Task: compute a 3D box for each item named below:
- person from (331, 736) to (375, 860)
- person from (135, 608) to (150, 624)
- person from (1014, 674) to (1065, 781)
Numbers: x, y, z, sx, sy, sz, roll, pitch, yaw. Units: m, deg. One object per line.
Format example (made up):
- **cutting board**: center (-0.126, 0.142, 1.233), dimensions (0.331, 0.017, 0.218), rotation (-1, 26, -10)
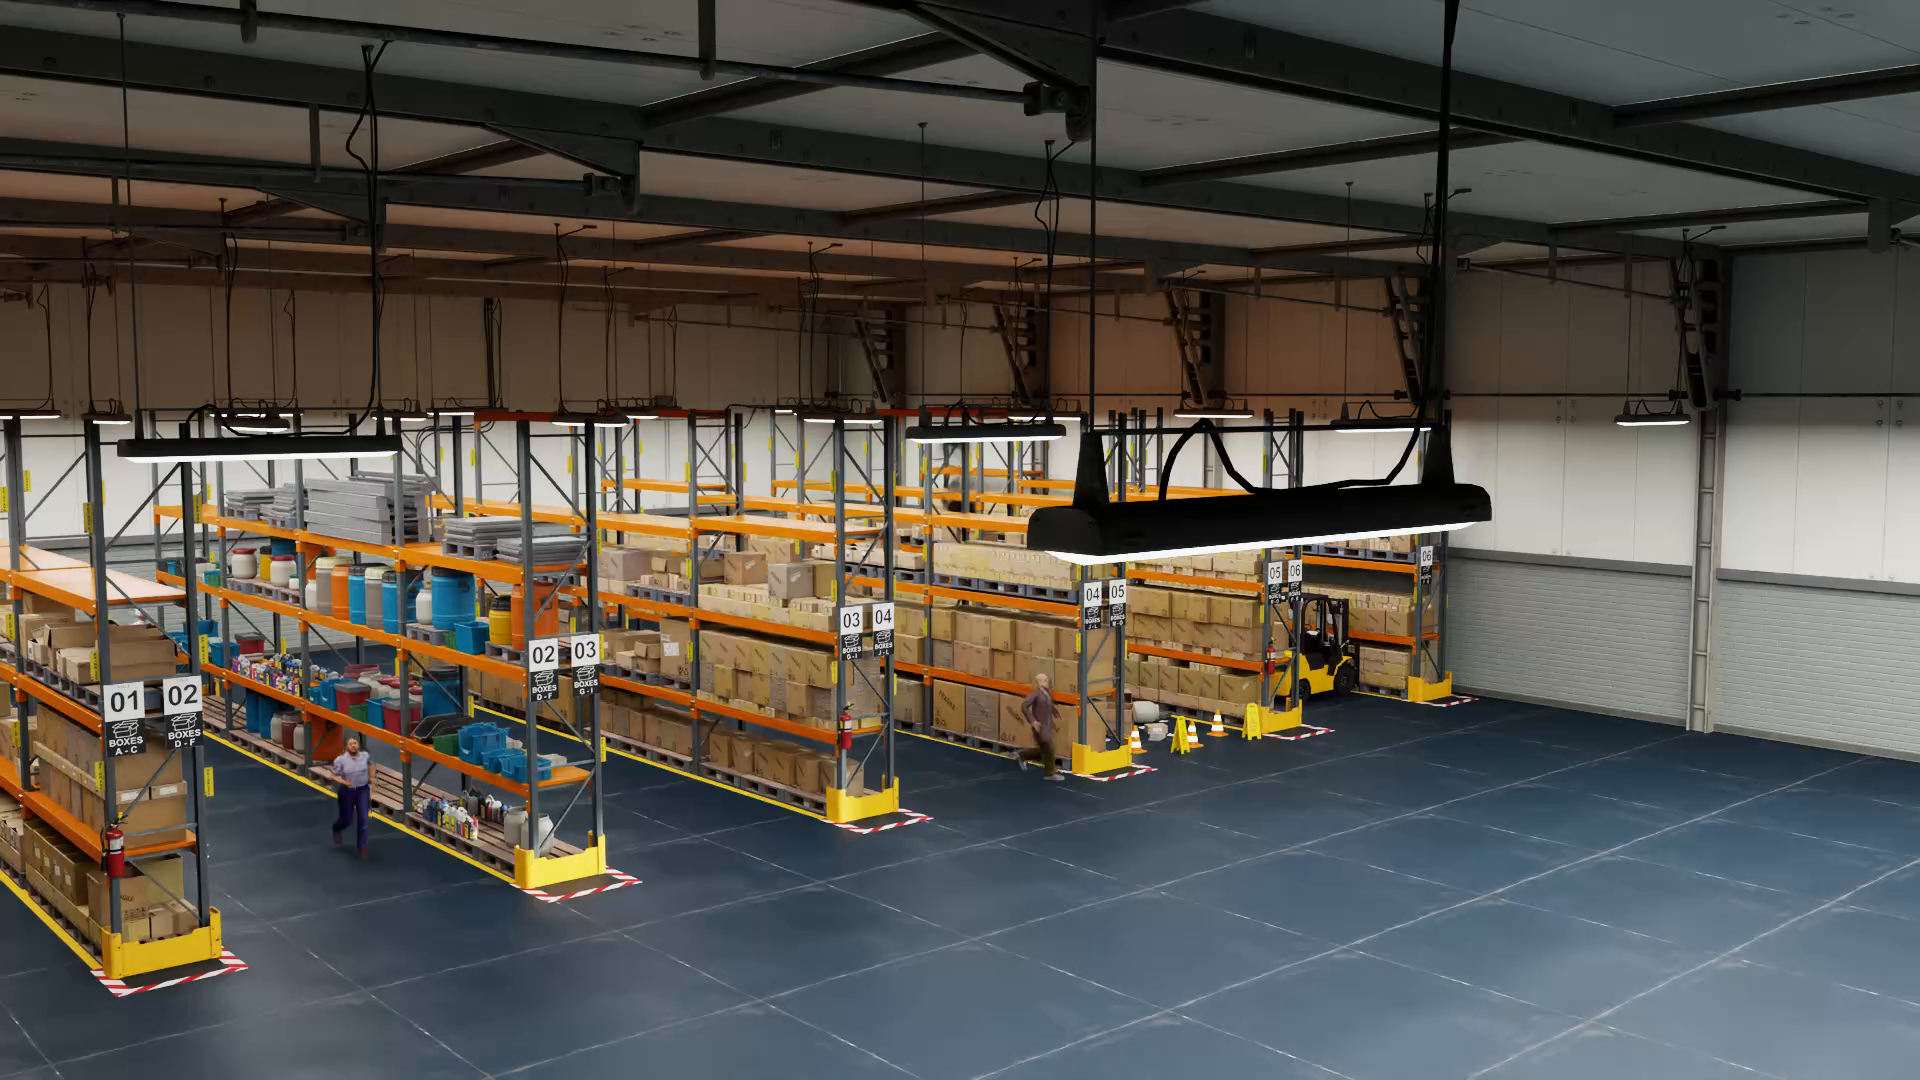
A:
- **person**: center (-8.361, 3.517, 22.933), dimensions (0.614, 1.646, 0.886), rotation (-3, 6, -34)
- **person**: center (-17.638, 2.326, 35.926), dimensions (0.588, 1.723, 0.703), rotation (-2, 5, -23)
- **person**: center (1.294, 3.053, 27.260), dimensions (0.931, 1.750, 0.744), rotation (3, 6, 28)
